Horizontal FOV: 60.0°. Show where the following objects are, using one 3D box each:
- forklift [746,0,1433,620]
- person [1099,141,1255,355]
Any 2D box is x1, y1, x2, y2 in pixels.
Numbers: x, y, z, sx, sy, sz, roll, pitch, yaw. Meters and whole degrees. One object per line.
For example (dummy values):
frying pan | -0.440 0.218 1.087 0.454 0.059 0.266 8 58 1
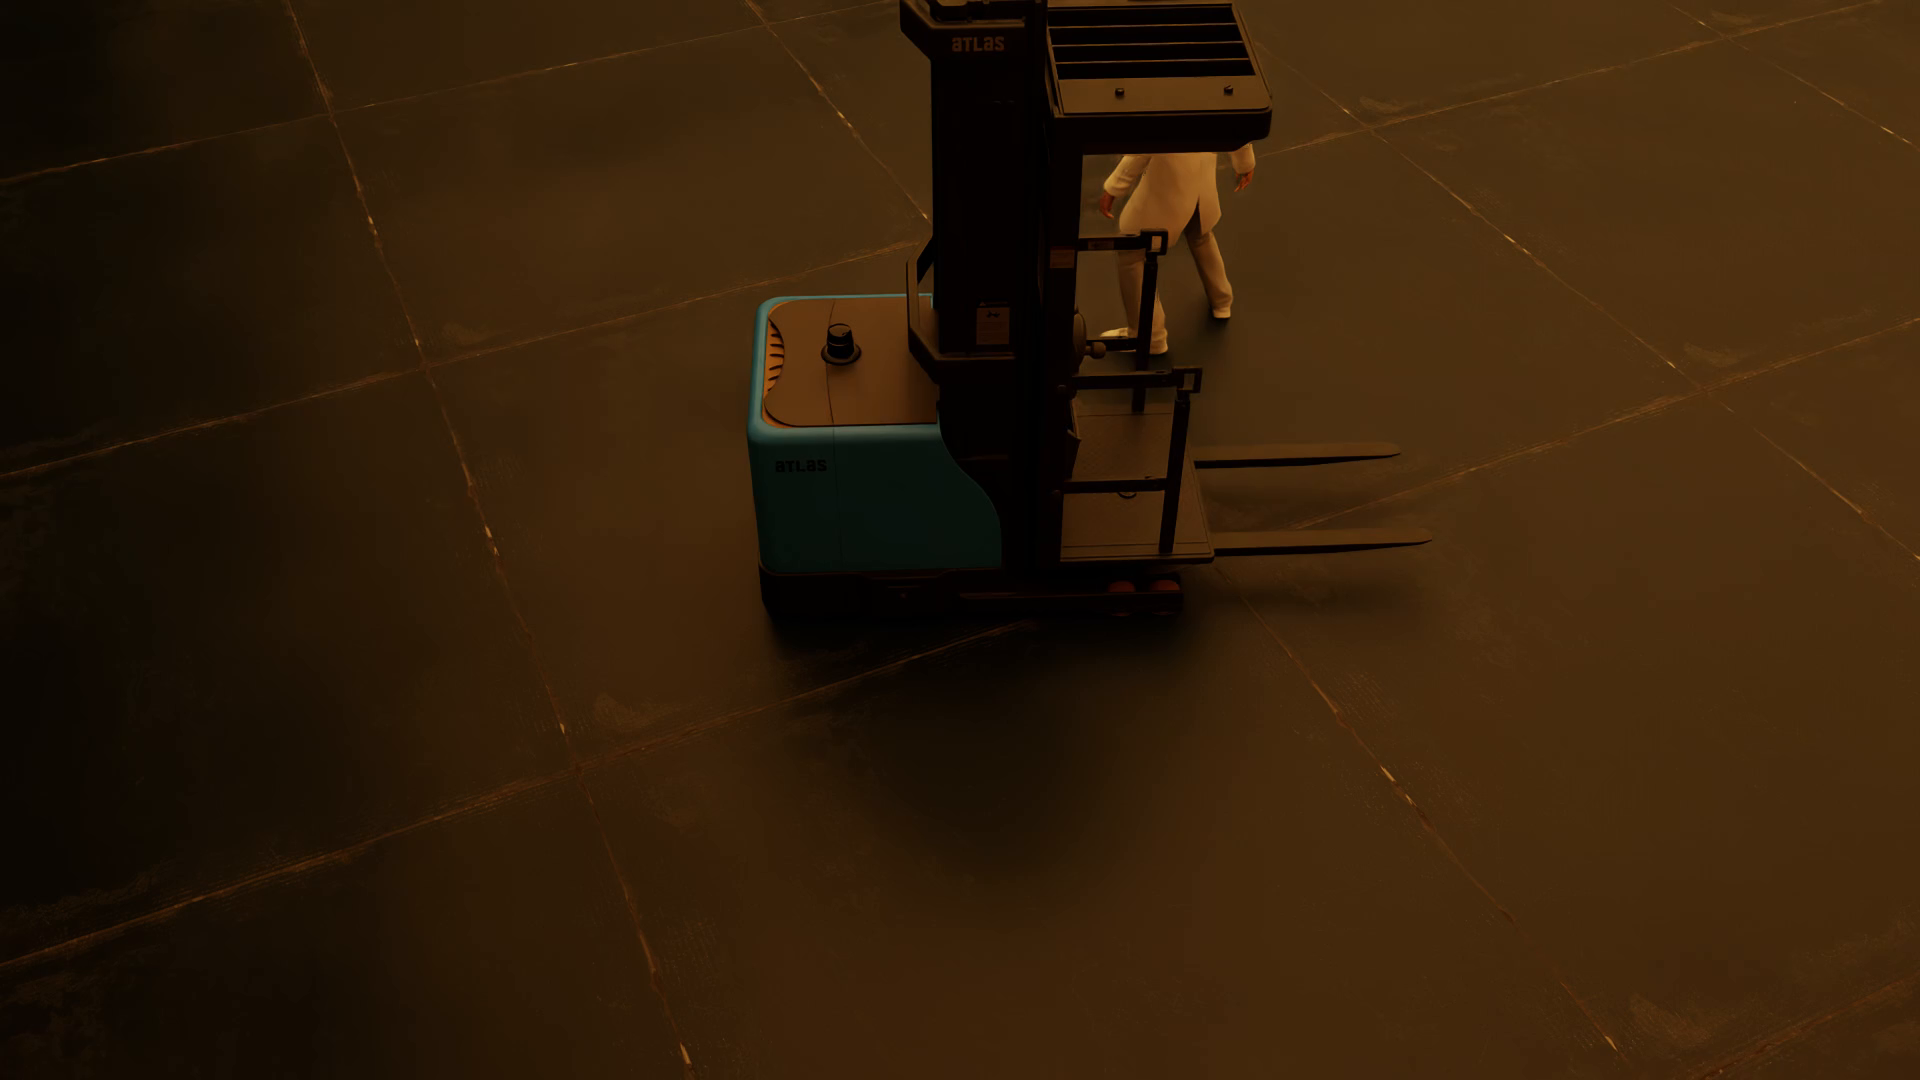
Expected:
forklift | 0.610 -1.090 6.848 3.031 2.935 1.130 -2 43 -2
person | 1.125 -1.795 8.520 0.985 1.735 0.409 -28 50 -27
